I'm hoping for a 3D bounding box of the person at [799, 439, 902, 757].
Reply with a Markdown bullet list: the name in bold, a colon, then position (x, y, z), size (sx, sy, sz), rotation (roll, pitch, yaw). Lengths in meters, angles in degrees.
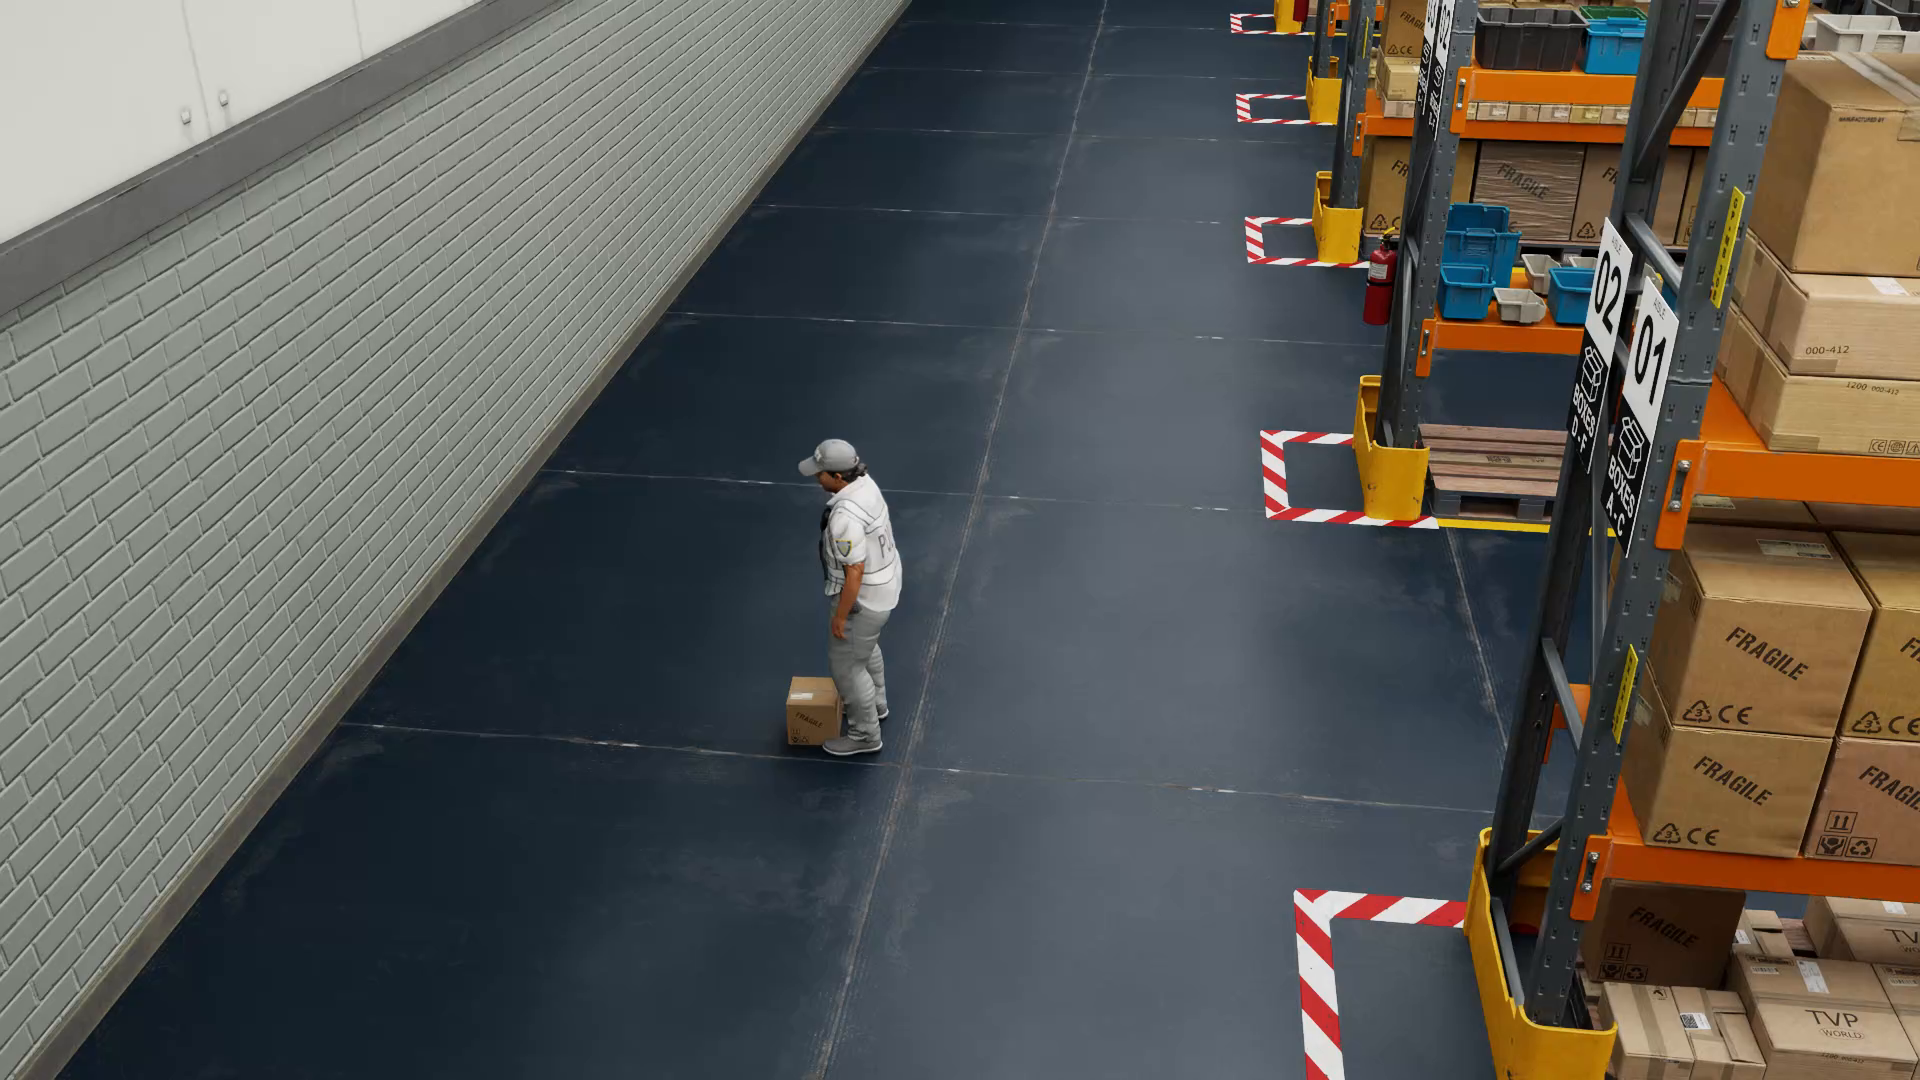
- **person**: position (-0.523, 0.262, 8.135), size (0.465, 1.666, 0.538), rotation (4, 29, 7)
